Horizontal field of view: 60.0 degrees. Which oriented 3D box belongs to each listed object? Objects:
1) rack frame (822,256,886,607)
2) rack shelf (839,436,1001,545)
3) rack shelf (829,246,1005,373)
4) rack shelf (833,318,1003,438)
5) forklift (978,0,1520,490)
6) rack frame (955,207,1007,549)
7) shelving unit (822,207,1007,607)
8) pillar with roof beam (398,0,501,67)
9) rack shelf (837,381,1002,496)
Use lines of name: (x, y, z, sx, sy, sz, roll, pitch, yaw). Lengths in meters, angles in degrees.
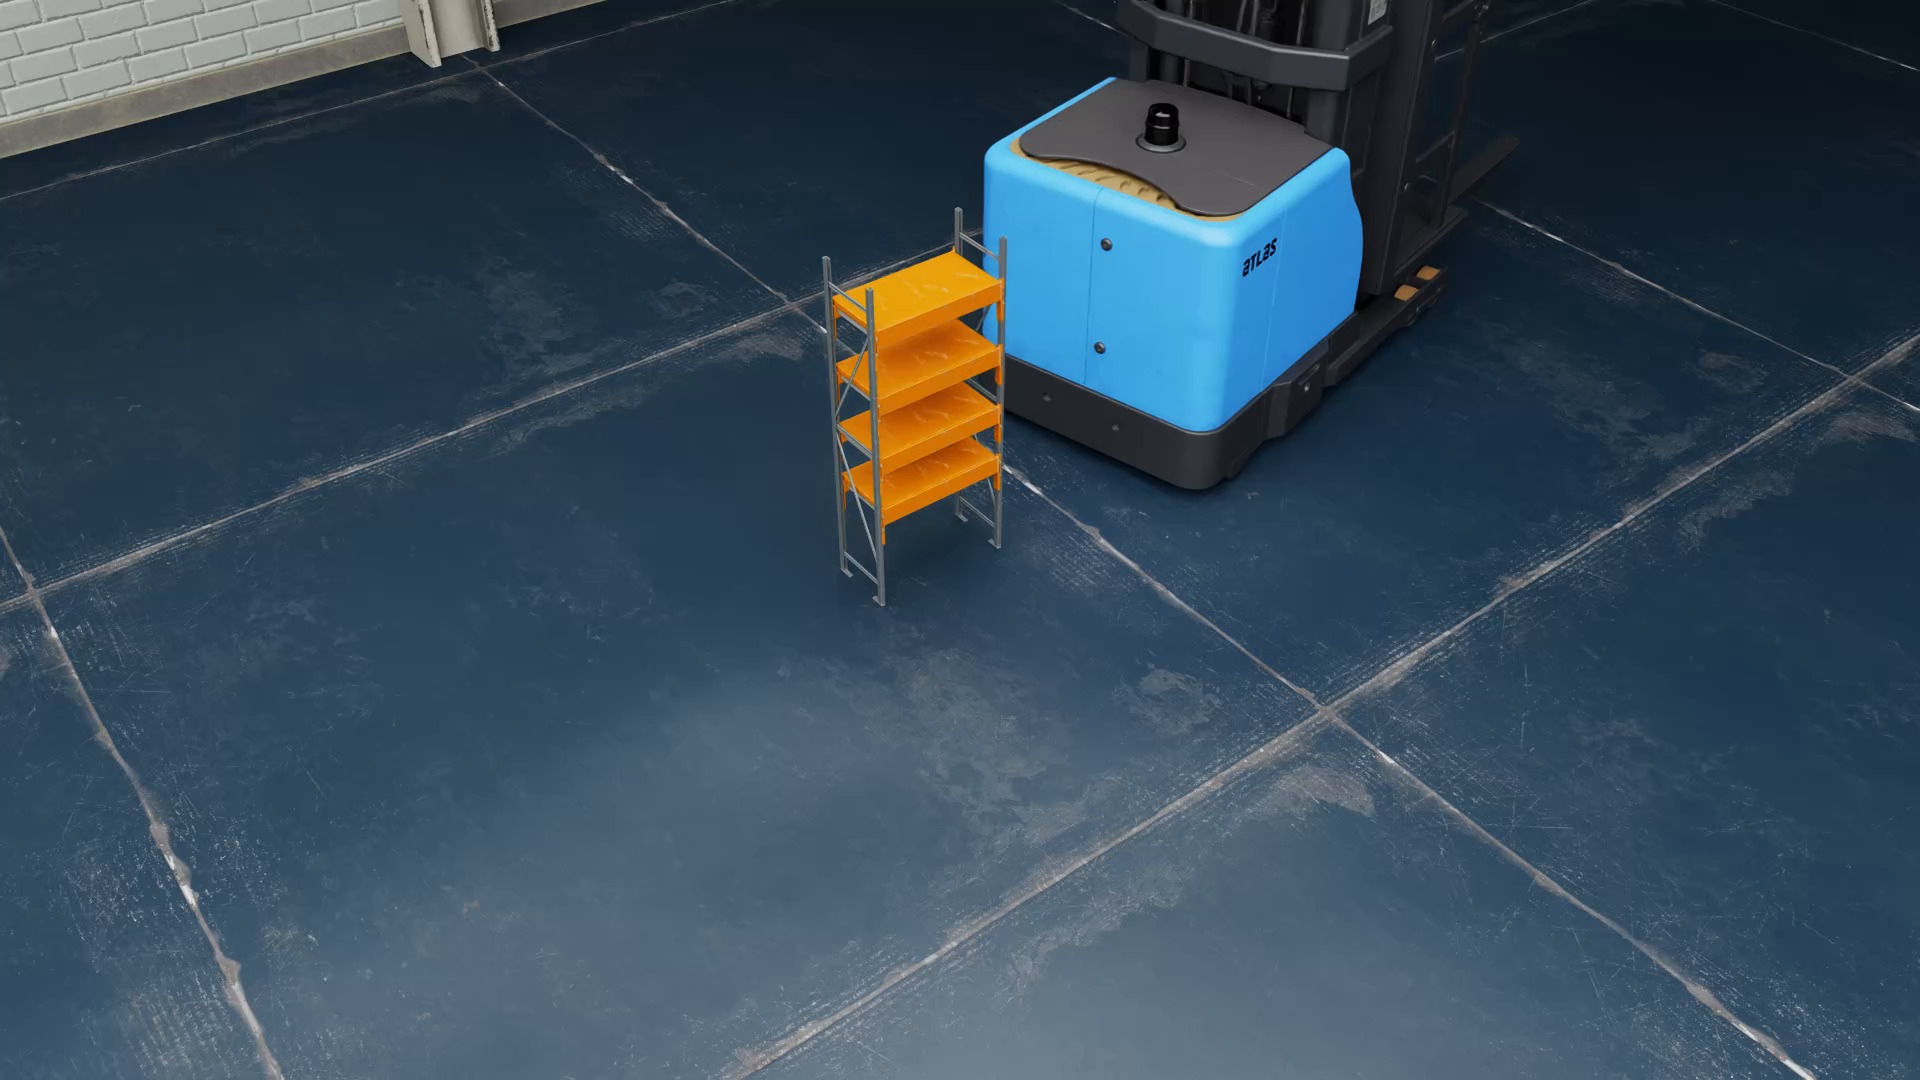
rack frame: (-0.325, -0.306, 5.176, 0.015, 1.200, 0.240, -26, 46, -28)
rack shelf: (-0.131, -0.194, 5.460, 0.480, 0.148, 0.258, -26, 46, -28)
rack shelf: (-0.131, -0.704, 5.042, 0.480, 0.148, 0.258, -26, 46, -28)
rack shelf: (-0.131, -0.521, 5.192, 0.480, 0.148, 0.258, -26, 46, -28)
forklift: (1.376, -2.186, 6.103, 1.130, 2.935, 3.031, 27, 46, 29)
rack frame: (0.062, -0.494, 5.406, 0.015, 1.200, 0.240, -26, 46, -28)
shelving unit: (-0.131, -0.400, 5.291, 0.503, 1.200, 0.258, -26, 46, -28)
pillar with roof beam: (-0.105, -3.966, 3.489, 0.400, 9.000, 9.100, -26, 46, -28)
rack shelf: (-0.131, -0.348, 5.334, 0.480, 0.148, 0.258, -26, 46, -28)
